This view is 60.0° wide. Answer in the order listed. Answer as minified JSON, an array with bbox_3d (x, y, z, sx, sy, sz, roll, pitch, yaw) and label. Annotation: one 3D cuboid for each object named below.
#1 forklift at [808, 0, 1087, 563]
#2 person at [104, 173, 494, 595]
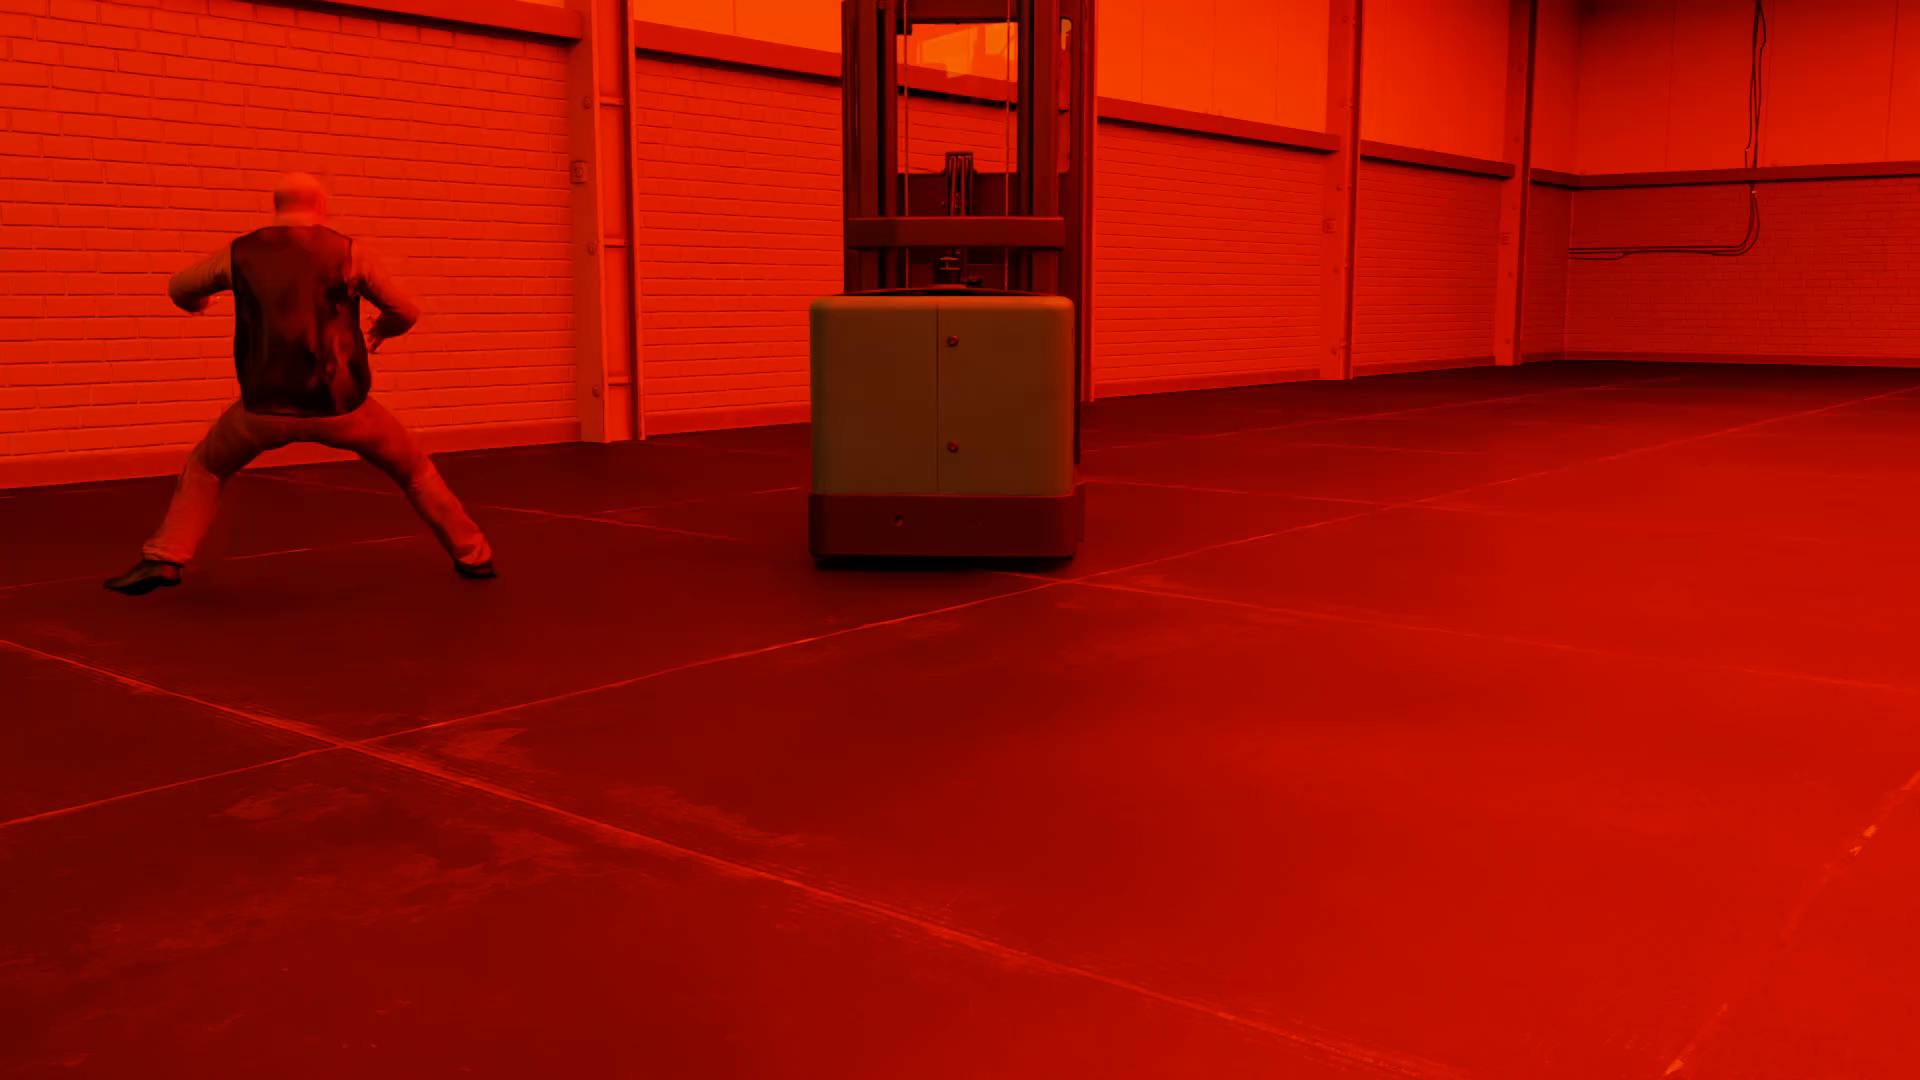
[{"bbox_3d":[0.036,-1.534,7.764,1.130,2.935,3.031,1,8,5],"label":"forklift"},{"bbox_3d":[-2.422,-0.571,6.092,1.298,1.506,0.735,-1,8,-10],"label":"person"}]
